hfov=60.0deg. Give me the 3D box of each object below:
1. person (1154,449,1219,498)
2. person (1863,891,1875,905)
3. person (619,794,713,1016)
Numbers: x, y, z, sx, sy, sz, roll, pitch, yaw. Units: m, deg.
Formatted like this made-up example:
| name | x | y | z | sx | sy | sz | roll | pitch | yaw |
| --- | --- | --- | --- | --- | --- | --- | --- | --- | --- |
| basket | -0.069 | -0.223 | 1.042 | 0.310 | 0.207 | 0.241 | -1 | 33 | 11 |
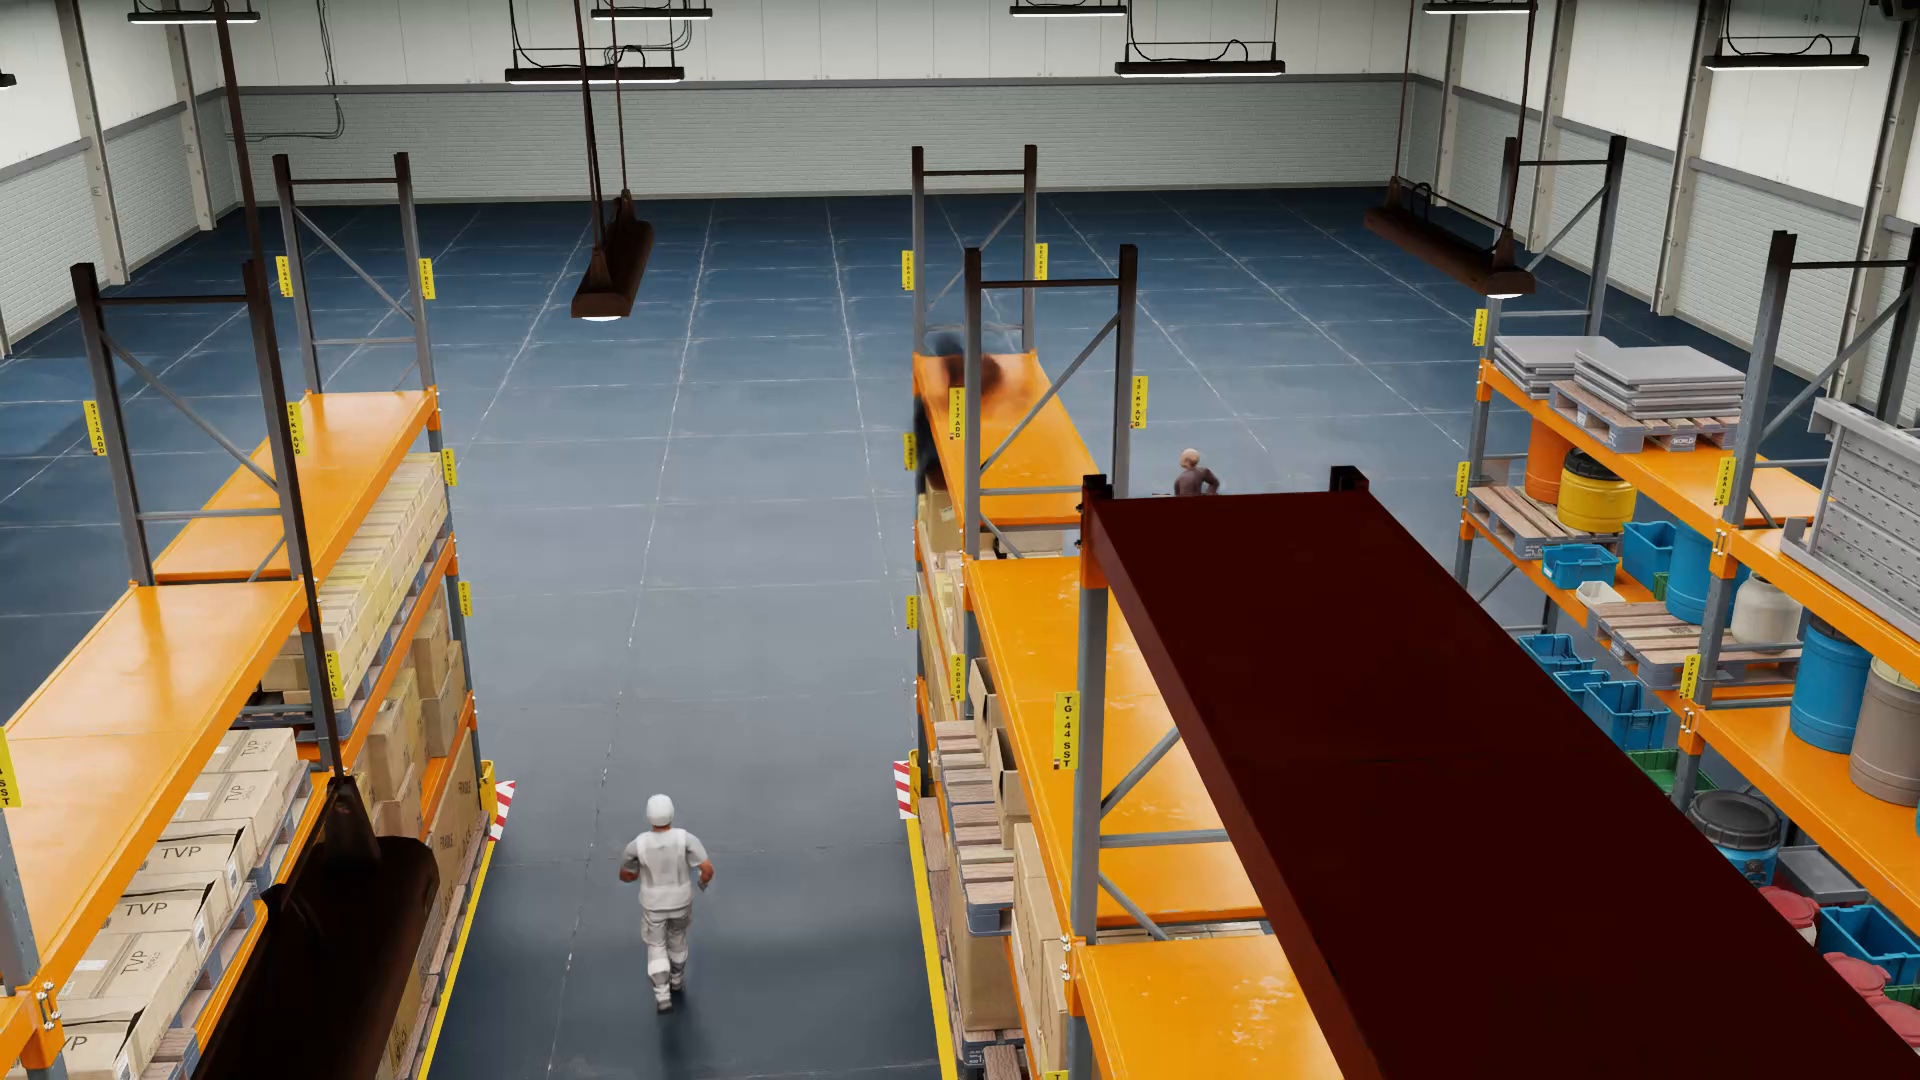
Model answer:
| name | x | y | z | sx | sy | sz | roll | pitch | yaw |
| --- | --- | --- | --- | --- | --- | --- | --- | --- | --- |
| person | 2.697 | -0.221 | 19.842 | 0.785 | 1.823 | 0.693 | 7 | 23 | 17 |
| person | 6.849 | 2.593 | 12.807 | 0.578 | 1.671 | 0.739 | -2 | 22 | -4 |
| person | -2.173 | 2.708 | 12.378 | 0.677 | 1.778 | 0.828 | -5 | 22 | -13 |
